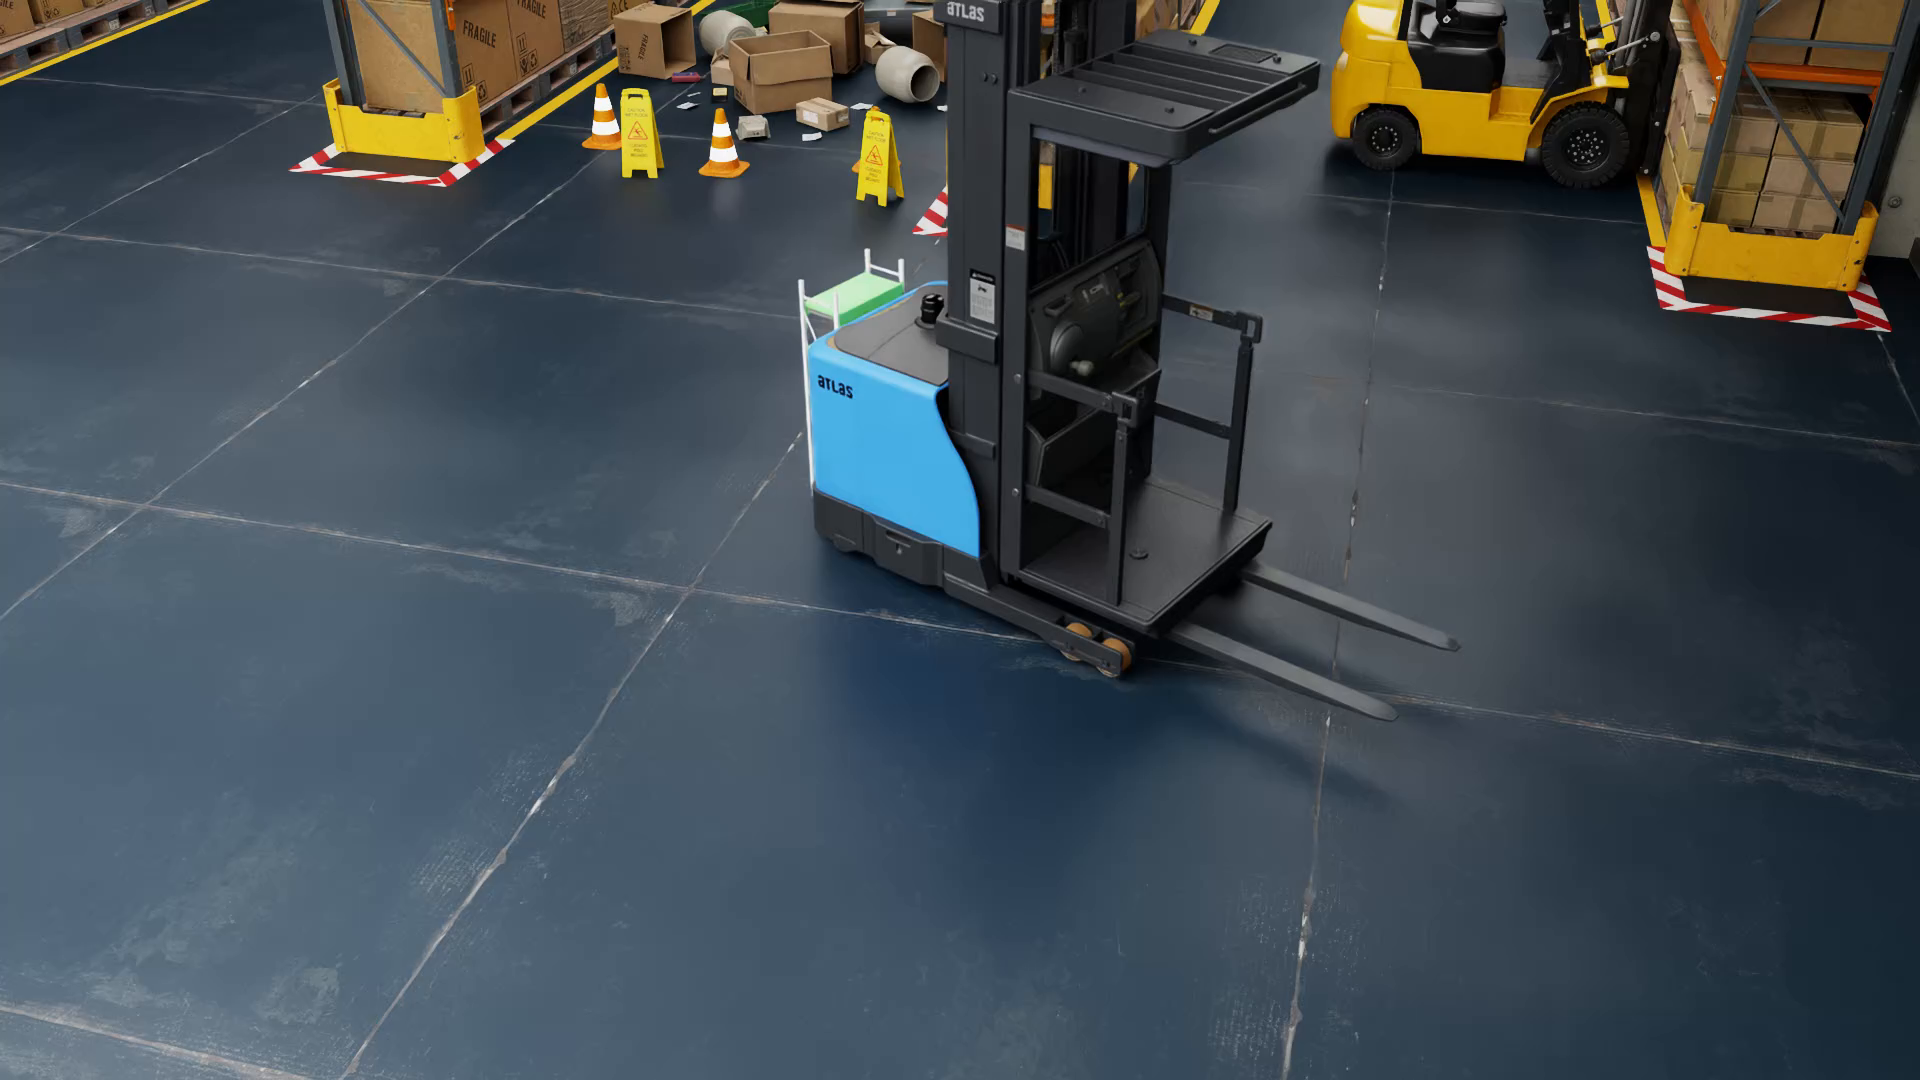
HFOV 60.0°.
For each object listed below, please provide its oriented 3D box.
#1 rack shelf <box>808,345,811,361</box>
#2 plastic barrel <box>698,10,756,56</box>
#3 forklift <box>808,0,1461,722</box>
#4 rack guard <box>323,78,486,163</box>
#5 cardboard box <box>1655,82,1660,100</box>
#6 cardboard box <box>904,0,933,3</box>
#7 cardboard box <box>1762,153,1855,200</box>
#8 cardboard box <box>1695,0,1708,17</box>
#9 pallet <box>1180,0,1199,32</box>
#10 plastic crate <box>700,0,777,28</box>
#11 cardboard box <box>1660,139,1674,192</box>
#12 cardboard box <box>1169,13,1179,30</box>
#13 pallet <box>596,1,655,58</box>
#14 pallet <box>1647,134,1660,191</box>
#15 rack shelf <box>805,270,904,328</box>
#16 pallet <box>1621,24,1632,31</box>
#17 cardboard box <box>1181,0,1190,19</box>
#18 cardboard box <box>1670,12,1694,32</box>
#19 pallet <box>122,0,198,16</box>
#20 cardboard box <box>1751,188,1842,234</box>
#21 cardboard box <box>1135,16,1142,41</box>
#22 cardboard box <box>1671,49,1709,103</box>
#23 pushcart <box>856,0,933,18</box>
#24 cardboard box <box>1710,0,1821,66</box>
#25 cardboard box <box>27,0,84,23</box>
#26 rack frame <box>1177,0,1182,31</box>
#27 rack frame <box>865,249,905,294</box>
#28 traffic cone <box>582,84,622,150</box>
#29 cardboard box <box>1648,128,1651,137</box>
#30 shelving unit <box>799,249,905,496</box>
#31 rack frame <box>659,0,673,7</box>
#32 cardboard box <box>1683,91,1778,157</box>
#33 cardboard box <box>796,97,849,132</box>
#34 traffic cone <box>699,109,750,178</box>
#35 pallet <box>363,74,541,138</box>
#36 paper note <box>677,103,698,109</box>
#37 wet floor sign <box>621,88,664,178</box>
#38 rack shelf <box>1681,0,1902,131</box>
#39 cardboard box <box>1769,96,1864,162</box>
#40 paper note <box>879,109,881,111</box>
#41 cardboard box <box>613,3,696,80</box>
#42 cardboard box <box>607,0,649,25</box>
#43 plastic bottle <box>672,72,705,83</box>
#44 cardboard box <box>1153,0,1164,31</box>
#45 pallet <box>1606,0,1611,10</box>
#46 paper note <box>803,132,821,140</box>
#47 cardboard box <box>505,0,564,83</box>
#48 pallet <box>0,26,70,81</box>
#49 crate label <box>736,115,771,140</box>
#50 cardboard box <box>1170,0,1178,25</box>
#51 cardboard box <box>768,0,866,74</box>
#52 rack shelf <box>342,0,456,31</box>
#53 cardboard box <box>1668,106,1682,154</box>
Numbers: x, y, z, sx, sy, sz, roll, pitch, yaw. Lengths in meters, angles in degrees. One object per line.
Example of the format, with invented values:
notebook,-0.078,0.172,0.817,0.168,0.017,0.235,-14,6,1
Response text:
rack shelf,-0.523,-0.952,8.300,0.258,0.148,0.480,22,39,31
plastic barrel,-2.102,-4.537,14.992,0.421,0.421,0.512,-21,38,-29
forklift,0.754,-0.959,7.026,3.031,2.935,1.130,23,39,31
rack guard,-4.319,-3.279,12.941,1.175,0.500,0.348,8,33,12
cardboard box,5.503,-3.362,12.449,0.500,0.250,0.500,8,33,12
cardboard box,-0.214,-5.292,15.402,0.500,0.500,0.500,8,33,12
cardboard box,5.623,-2.494,11.083,0.500,0.250,0.500,9,33,13
cardboard box,5.444,-3.918,11.524,0.500,0.500,0.500,7,33,11
pallet,1.712,-5.028,15.962,1.003,0.211,1.213,8,33,12
plastic crate,-2.075,-4.991,15.872,0.662,0.188,0.450,-28,32,-37
cardboard box,5.252,-2.611,11.733,0.500,0.250,0.500,8,33,12
cardboard box,1.626,-4.474,14.663,0.500,0.250,0.500,10,34,15
pallet,-3.567,-4.861,15.700,1.003,0.211,1.213,8,33,12
pallet,5.768,-2.908,12.627,1.003,0.211,1.213,8,33,12
rack shelf,-0.524,-1.155,8.172,0.258,0.148,0.480,22,39,31
pallet,6.467,-4.337,14.876,1.003,0.211,1.213,8,33,12
cardboard box,1.646,-5.141,15.599,0.950,0.372,0.625,8,33,13
cardboard box,5.637,-3.833,12.723,0.500,0.250,0.500,9,34,14
pallet,-8.206,-5.619,16.893,1.003,0.211,1.213,8,33,12
cardboard box,5.616,-2.296,11.237,0.500,0.250,0.500,8,33,13
cardboard box,1.107,-3.723,12.783,0.500,0.500,0.500,7,33,11
cardboard box,5.360,-3.300,11.884,0.500,0.250,0.500,8,33,13
pushcart,-0.702,-4.978,15.729,1.648,0.377,0.936,-3,33,-4
cardboard box,5.173,-3.384,10.684,0.500,0.500,0.500,7,33,11
cardboard box,-8.615,-5.155,15.502,0.500,0.500,0.500,11,34,17
rack frame,1.516,-5.800,14.578,1.000,3.000,0.127,8,33,12
rack frame,-0.372,-0.907,8.556,0.240,1.200,0.015,22,39,31
traffic cone,-2.805,-3.358,13.100,0.336,0.463,0.334,8,33,12
cardboard box,5.497,-3.142,12.568,0.500,0.250,0.500,9,34,14
shelving unit,-0.522,-0.803,8.394,0.258,1.200,0.503,22,39,31
rack frame,-3.298,-6.422,15.556,1.000,3.000,0.127,8,33,12
cardboard box,5.118,-2.771,11.052,0.500,0.250,0.500,9,34,14
cardboard box,-1.121,-3.476,13.580,0.380,0.149,0.250,28,42,36
traffic cone,-1.798,-3.027,12.581,0.336,0.463,0.334,8,33,12
pallet,-4.186,-3.595,13.708,1.003,0.211,1.213,8,33,12
paper note,-2.284,-3.653,13.970,0.144,0.017,0.142,20,38,29
wet floor sign,-2.405,-3.068,12.474,0.267,0.644,0.232,3,33,4
rack shelf,5.810,-3.785,12.078,1.077,0.370,4.000,8,33,12
cardboard box,5.608,-2.713,10.961,0.500,0.250,0.500,8,33,12
paper note,-0.693,-3.574,13.862,0.032,0.001,0.123,8,33,12
cardboard box,-2.699,-4.423,14.739,0.500,0.500,0.500,14,35,21
cardboard box,-3.525,-5.386,15.515,0.875,0.875,0.875,9,33,13
plastic bottle,-2.378,-4.054,14.569,0.283,0.061,0.133,-3,33,-4
cardboard box,1.369,-4.261,13.629,0.500,0.500,0.500,10,34,15
pallet,7.086,-5.603,16.868,1.003,0.211,1.213,8,33,12
paper note,-1.185,-3.233,13.307,0.148,0.019,0.142,-3,33,-4
cardboard box,-3.984,-4.444,14.034,0.875,0.875,0.875,8,33,12
pallet,-8.825,-4.353,14.901,1.003,0.211,1.213,8,33,12
crate label,-1.659,-3.306,13.323,0.250,0.136,0.298,-8,33,-13
cardboard box,1.625,-4.790,14.461,0.500,0.500,0.500,8,33,12
cardboard box,-1.273,-4.471,14.687,0.797,0.637,0.503,8,33,12
rack shelf,-3.806,-5.080,14.116,1.077,0.370,4.000,8,33,12
cardboard box,5.261,-2.832,11.615,0.500,0.250,0.500,8,33,12
